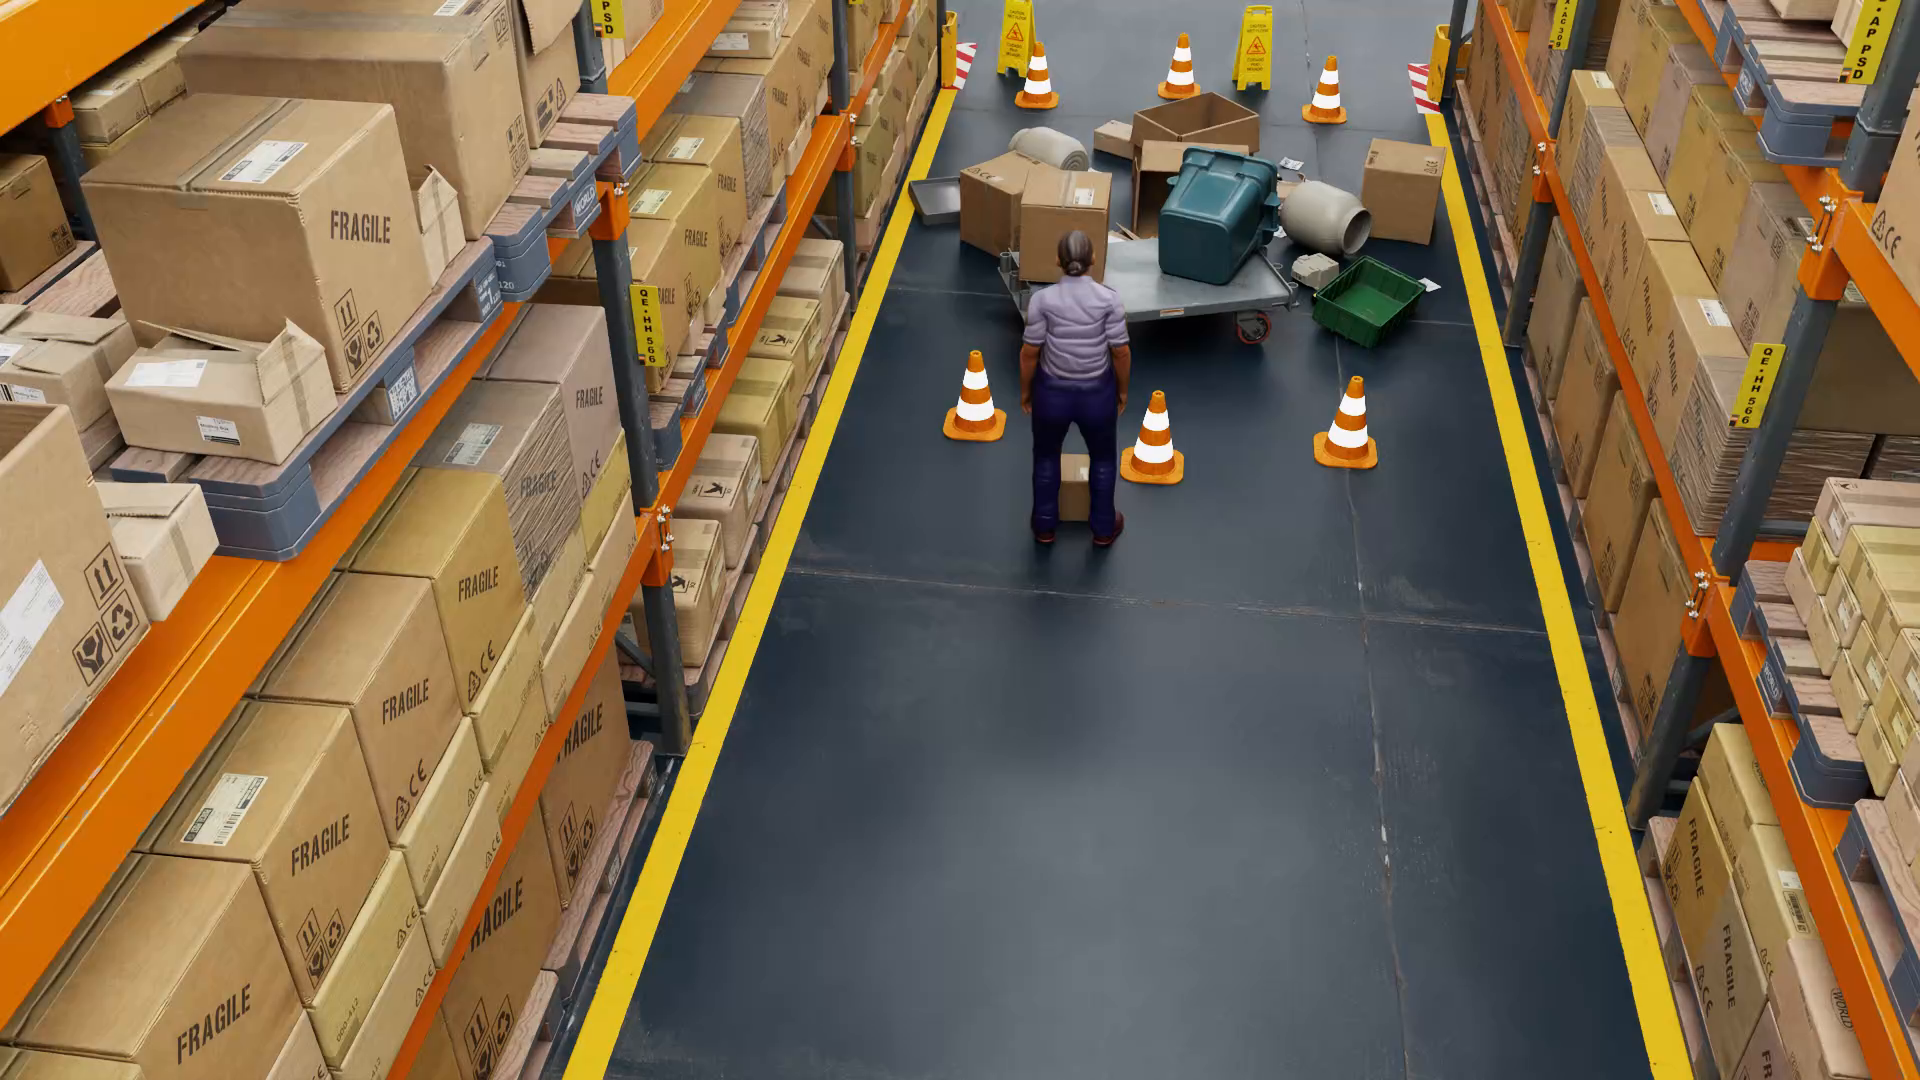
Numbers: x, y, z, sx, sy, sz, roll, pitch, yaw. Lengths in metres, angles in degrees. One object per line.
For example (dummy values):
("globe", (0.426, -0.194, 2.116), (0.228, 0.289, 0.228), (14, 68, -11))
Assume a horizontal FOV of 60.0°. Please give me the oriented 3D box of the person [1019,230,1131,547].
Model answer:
("person", (0.560, -0.690, 7.995), (0.555, 1.636, 0.368), (2, 36, 3))
